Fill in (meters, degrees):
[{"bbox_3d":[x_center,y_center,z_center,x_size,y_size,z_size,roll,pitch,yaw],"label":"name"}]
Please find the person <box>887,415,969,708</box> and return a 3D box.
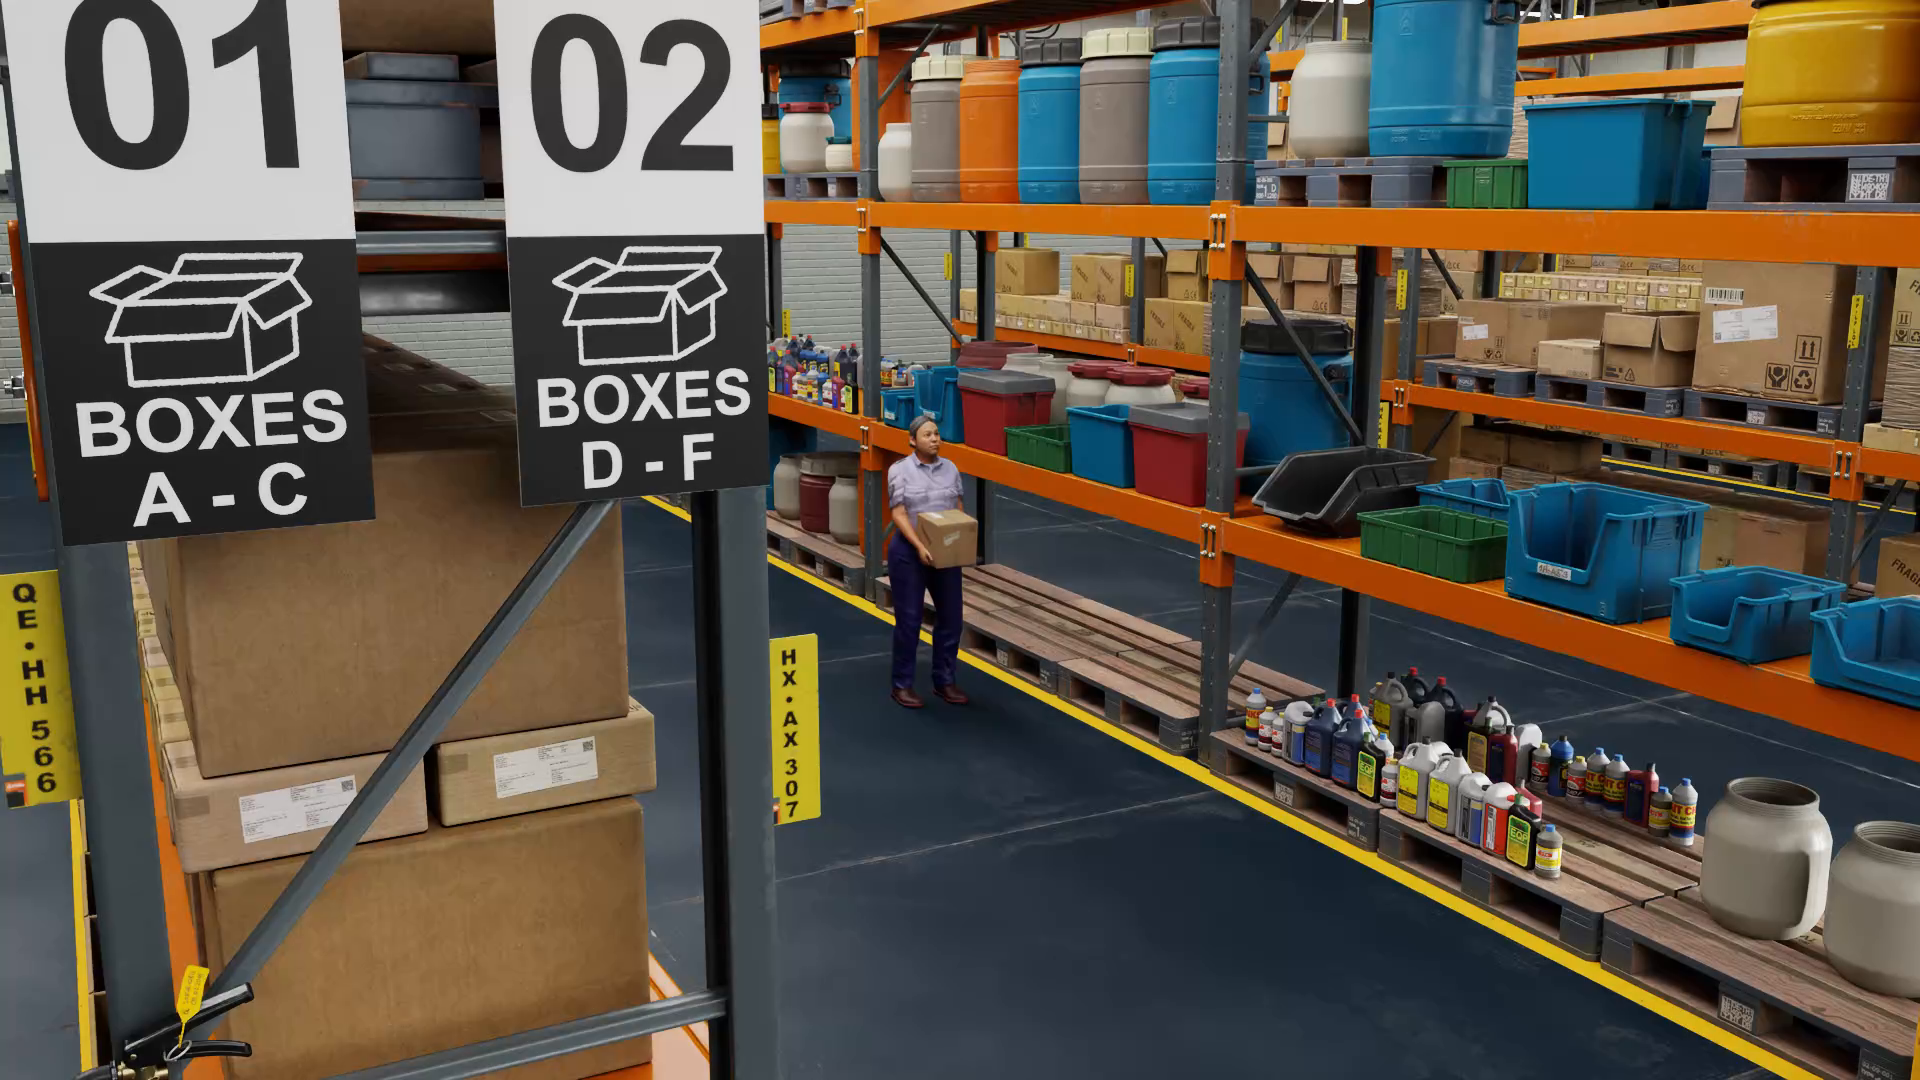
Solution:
[{"bbox_3d":[-0.153,0.130,9.415,0.460,1.625,0.518,-6,13,-28],"label":"person"}]
